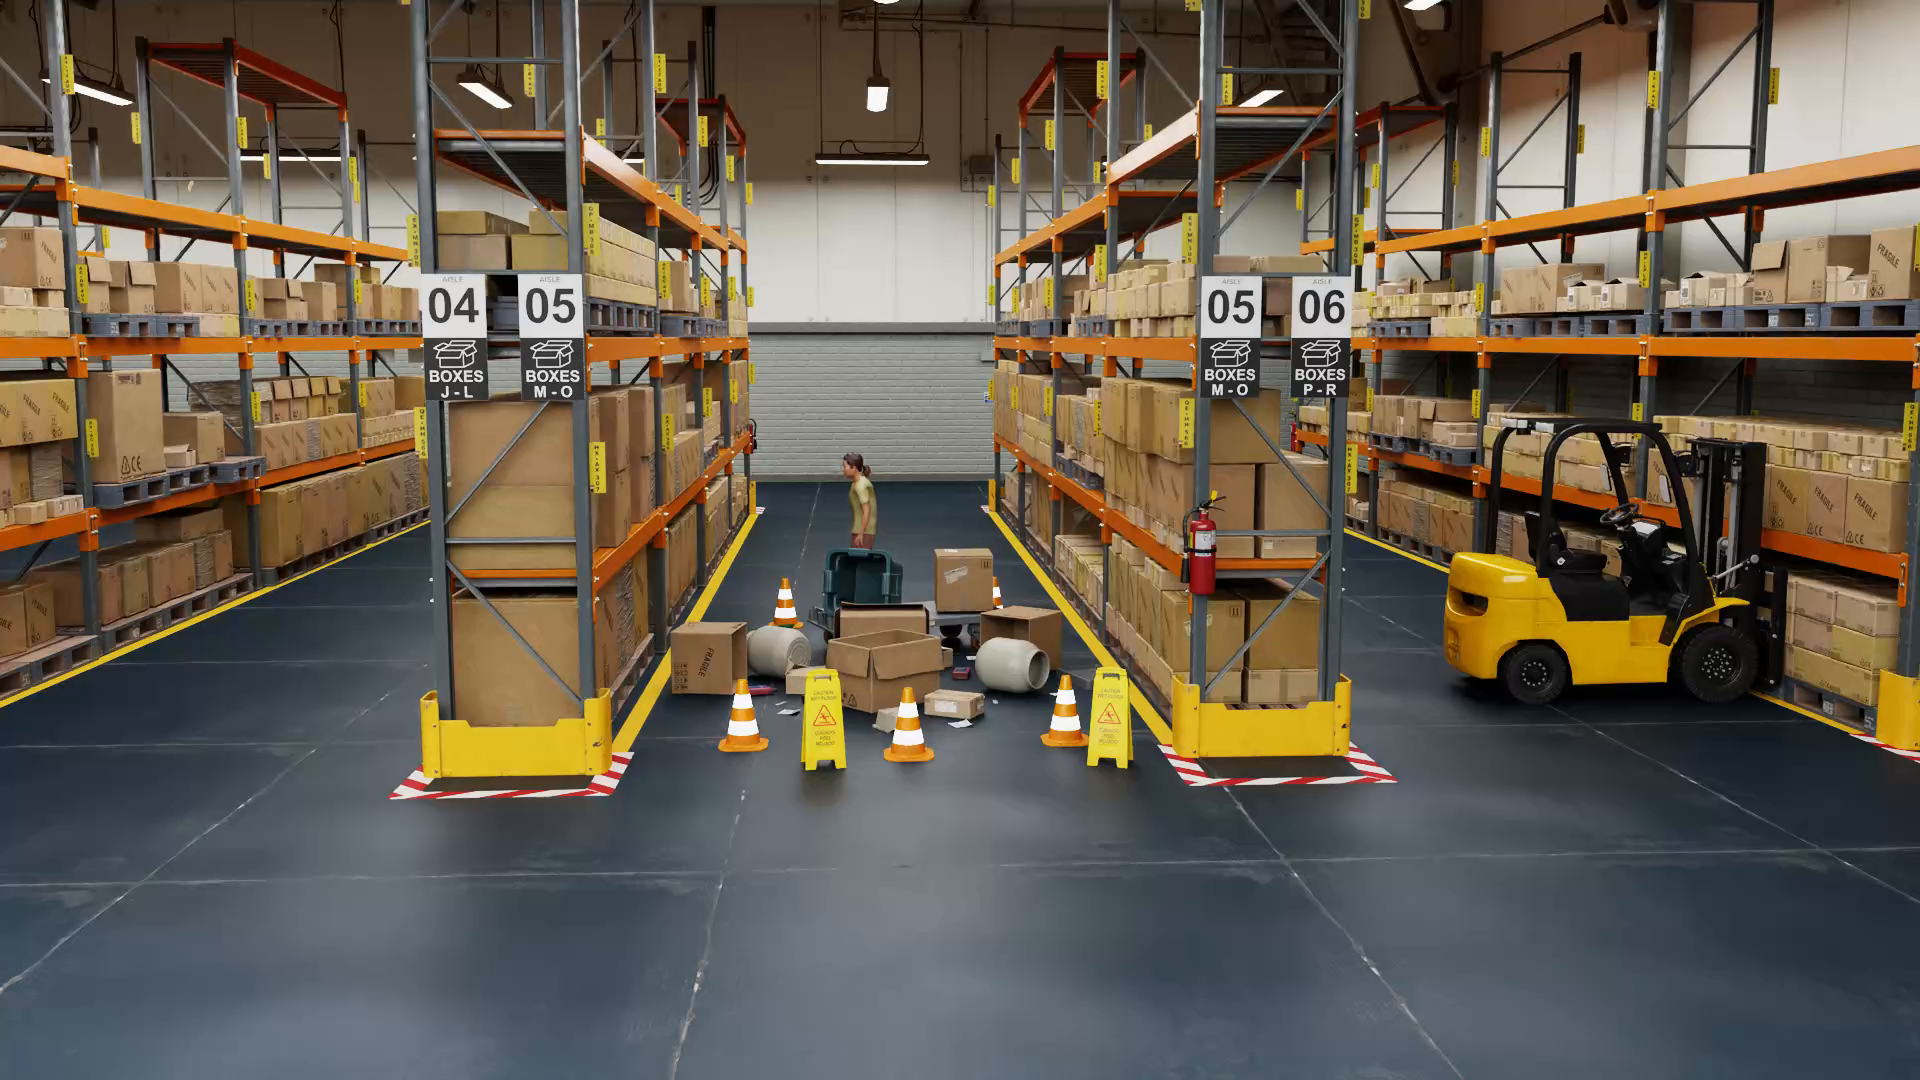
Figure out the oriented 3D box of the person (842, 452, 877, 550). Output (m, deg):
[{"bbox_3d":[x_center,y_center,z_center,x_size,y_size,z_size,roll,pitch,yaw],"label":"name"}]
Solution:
[{"bbox_3d":[-1.006,-0.049,16.661,0.354,1.672,0.506,-1,7,-5],"label":"person"}]
